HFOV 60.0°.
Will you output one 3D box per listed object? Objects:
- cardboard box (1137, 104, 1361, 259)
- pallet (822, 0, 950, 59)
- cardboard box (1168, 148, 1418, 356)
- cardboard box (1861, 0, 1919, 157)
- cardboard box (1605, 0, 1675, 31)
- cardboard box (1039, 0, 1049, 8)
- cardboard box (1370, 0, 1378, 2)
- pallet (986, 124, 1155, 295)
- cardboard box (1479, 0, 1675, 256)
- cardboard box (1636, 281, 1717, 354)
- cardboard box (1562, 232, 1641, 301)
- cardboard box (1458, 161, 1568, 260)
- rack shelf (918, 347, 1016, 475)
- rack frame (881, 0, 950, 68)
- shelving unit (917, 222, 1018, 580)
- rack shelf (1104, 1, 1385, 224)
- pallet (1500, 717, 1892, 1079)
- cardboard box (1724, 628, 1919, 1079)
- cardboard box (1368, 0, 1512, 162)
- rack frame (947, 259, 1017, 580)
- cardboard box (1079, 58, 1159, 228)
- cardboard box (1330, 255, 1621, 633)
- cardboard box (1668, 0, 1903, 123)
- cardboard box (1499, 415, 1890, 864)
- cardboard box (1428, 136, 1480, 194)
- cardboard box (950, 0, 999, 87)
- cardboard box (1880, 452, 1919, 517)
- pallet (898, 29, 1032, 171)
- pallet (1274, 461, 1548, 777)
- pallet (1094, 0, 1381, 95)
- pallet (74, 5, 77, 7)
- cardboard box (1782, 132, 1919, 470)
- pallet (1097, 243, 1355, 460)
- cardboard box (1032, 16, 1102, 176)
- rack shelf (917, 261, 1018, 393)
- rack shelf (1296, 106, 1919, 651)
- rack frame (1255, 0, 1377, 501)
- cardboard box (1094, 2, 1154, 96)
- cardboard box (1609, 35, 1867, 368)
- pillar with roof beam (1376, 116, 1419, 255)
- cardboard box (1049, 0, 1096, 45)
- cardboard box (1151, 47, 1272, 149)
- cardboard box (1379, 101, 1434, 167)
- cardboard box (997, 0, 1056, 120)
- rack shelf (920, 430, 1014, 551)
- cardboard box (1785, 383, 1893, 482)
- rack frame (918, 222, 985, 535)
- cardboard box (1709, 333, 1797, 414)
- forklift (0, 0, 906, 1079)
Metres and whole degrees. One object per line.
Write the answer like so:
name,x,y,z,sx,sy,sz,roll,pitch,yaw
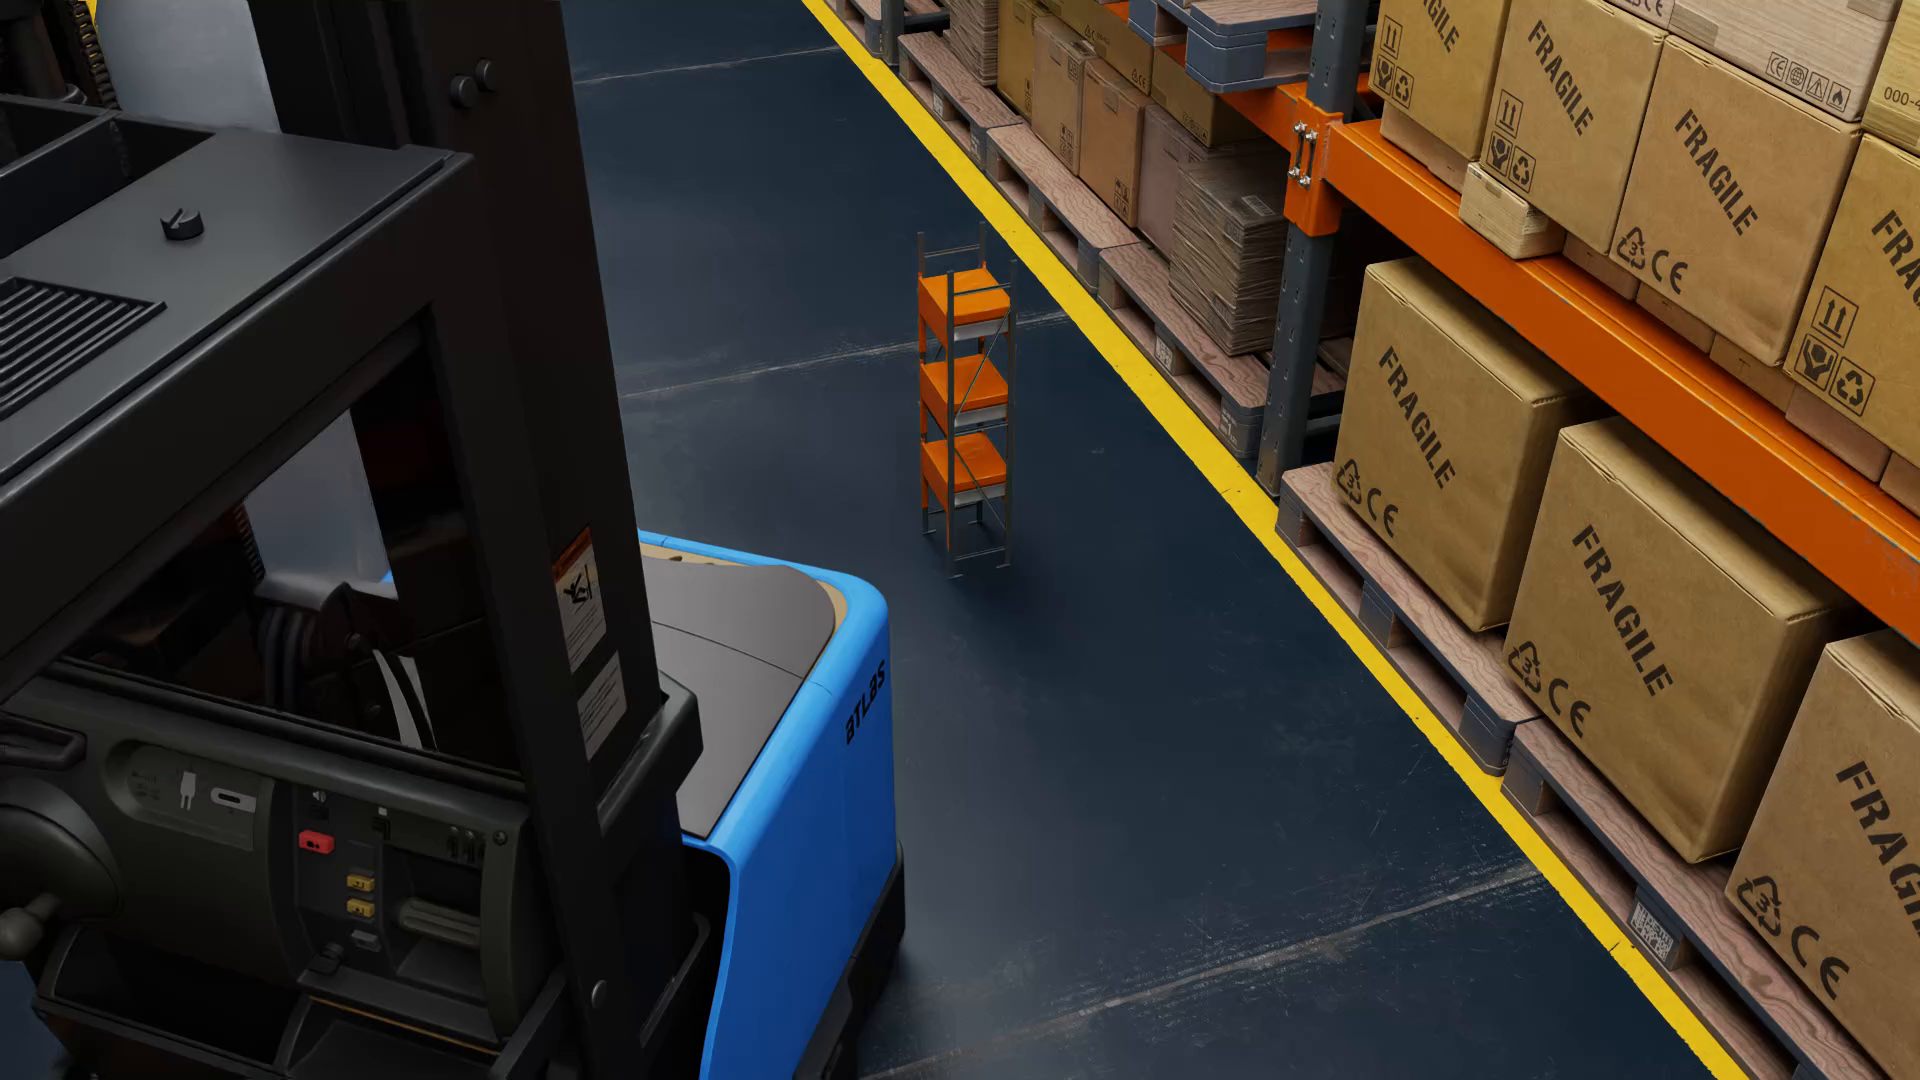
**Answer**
cardboard box,1.103,-1.354,6.266,0.700,0.500,0.500,-13,39,-16
pallet,-0.173,-2.984,9.035,1.003,0.211,1.213,-12,39,-16
cardboard box,1.171,-1.039,5.848,0.700,0.500,0.500,-12,39,-15
cardboard box,1.925,-0.750,2.782,0.500,0.250,0.500,-13,39,-17
cardboard box,1.568,-1.319,3.537,0.500,0.250,0.500,-13,39,-17
cardboard box,0.515,-2.542,7.220,0.500,0.250,0.500,-13,39,-17
cardboard box,1.297,-1.945,4.890,0.700,0.500,0.500,-17,40,-21
pallet,0.784,-1.482,7.042,1.003,0.211,1.213,-12,39,-16
cardboard box,1.566,-1.007,3.747,0.500,0.500,0.500,-11,38,-14
cardboard box,1.754,-0.566,3.701,0.380,0.149,0.250,-12,39,-15
cardboard box,1.657,-0.711,3.893,0.380,0.149,0.250,-13,39,-16
cardboard box,1.454,-0.828,4.048,0.380,0.149,0.250,-11,38,-15
rack shelf,0.018,-0.381,4.900,0.215,0.259,0.240,-12,39,-16
rack frame,0.092,-3.725,7.703,1.000,3.000,0.127,-12,39,-16
shelving unit,0.018,-0.389,4.894,0.215,1.050,0.252,-12,39,-16
rack shelf,0.780,-2.308,6.419,1.077,0.370,4.000,-12,39,-16
pallet,2.085,0.797,4.016,1.003,0.211,1.213,-12,39,-16
cardboard box,2.190,0.643,3.341,0.750,0.750,0.750,-11,38,-15
cardboard box,1.395,-1.305,4.142,0.500,0.500,0.500,-11,38,-15
rack frame,0.060,-0.320,4.803,0.200,1.050,0.008,-12,39,-16
cardboard box,0.906,-1.629,6.631,0.700,0.500,0.500,-13,39,-16
cardboard box,1.598,-0.332,4.635,0.750,0.750,0.750,-13,39,-17
cardboard box,1.744,-1.037,3.163,0.500,0.250,0.500,-12,39,-16
cardboard box,1.893,0.164,3.977,0.750,0.750,0.750,-13,39,-16
cardboard box,1.442,-0.995,4.270,0.380,0.149,0.250,-12,39,-15
cardboard box,0.360,-2.490,7.775,0.700,0.500,0.500,-11,38,-14
cardboard box,1.986,-0.125,3.115,0.380,0.149,0.250,-11,38,-15
pallet,0.361,-2.172,7.958,1.003,0.211,1.213,-12,39,-16
pallet,1.669,0.109,4.930,1.003,0.211,1.213,-12,39,-16
pallet,1.123,-1.770,5.266,1.213,0.211,1.003,-12,39,-16
pallet,-5.216,-2.732,8.701,1.003,0.211,1.213,-12,39,-16
cardboard box,1.923,-0.434,2.986,0.500,0.500,0.500,-11,38,-15
pallet,1.201,-0.794,6.128,1.003,0.211,1.213,-12,39,-16
cardboard box,0.723,-1.912,7.007,0.700,0.500,0.500,-12,39,-15
rack shelf,0.018,-0.607,4.730,0.215,0.259,0.240,-12,39,-16
rack shelf,2.156,-0.048,3.419,1.077,0.370,4.000,-12,39,-16
rack frame,1.468,-1.466,4.703,1.000,3.000,0.127,-12,39,-16
cardboard box,0.852,-1.963,6.451,0.500,0.250,0.500,-13,39,-16
cardboard box,1.736,-0.727,3.375,0.500,0.500,0.500,-13,39,-16
pillar with roof beam,-2.209,-3.884,2.927,9.100,9.000,0.400,-12,39,-16
cardboard box,0.698,-2.248,6.831,0.500,0.250,0.500,-14,39,-17
cardboard box,1.034,-1.673,6.067,0.500,0.250,0.500,-12,39,-15
cardboard box,1.364,-1.139,4.462,0.380,0.149,0.250,-13,39,-17
cardboard box,0.585,-2.209,7.401,0.700,0.500,0.500,-13,39,-17
rack shelf,0.018,-0.159,5.068,0.215,0.259,0.240,-12,39,-16
cardboard box,1.902,-0.275,3.314,0.380,0.149,0.250,-12,39,-16
rack frame,-0.024,-0.458,4.986,0.200,1.050,0.008,-12,39,-16
cardboard box,1.833,-0.418,3.504,0.380,0.149,0.250,-12,39,-15
forklift,-1.080,0.517,2.128,1.130,2.935,3.031,11,38,15
